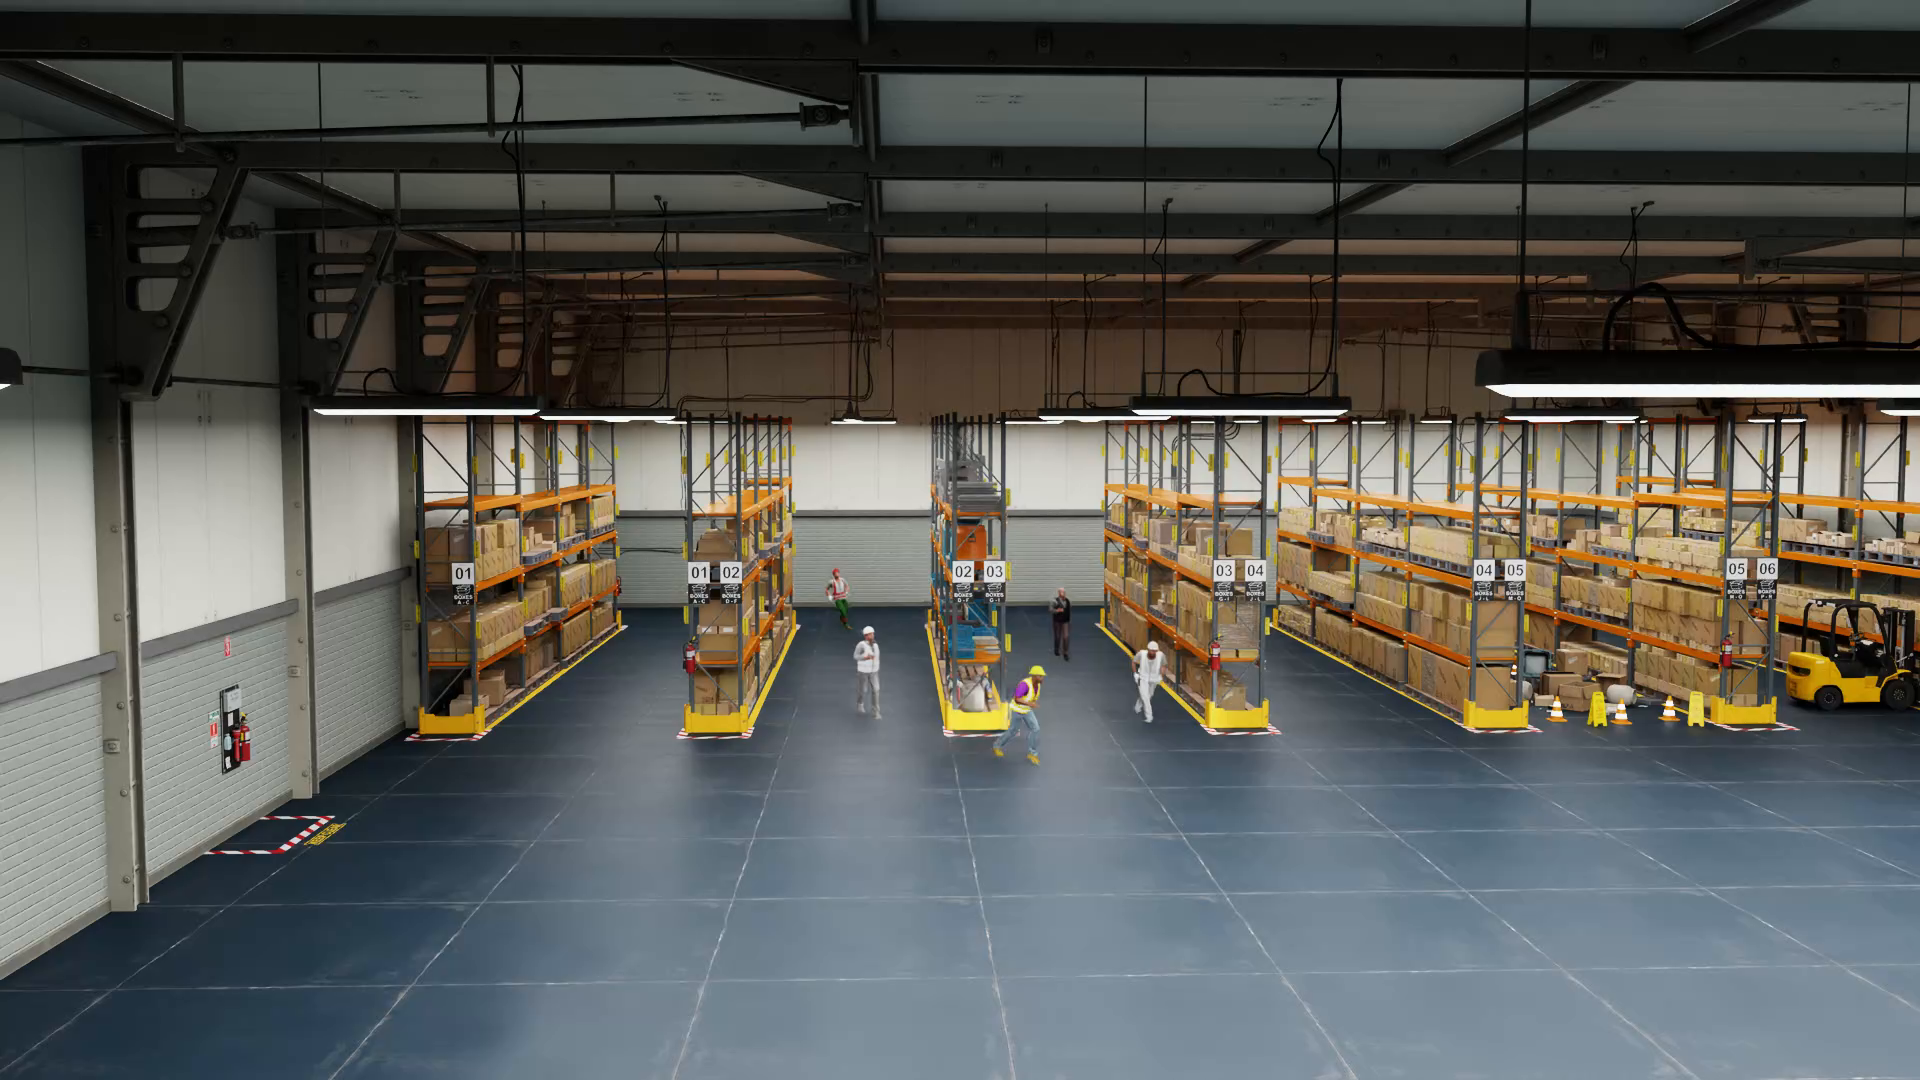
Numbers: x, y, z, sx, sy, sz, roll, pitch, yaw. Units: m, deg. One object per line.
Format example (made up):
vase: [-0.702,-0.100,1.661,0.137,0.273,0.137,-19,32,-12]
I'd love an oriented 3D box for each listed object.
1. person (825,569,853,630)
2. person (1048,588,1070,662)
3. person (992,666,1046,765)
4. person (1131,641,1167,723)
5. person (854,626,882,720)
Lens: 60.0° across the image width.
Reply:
person: [-3.420,1.670,46.863,0.715,1.729,0.823,-2,4,-28]
person: [2.457,2.062,40.901,0.631,1.778,0.820,-1,4,-14]
person: [1.018,2.977,28.415,1.044,1.719,0.745,2,5,32]
person: [3.664,2.732,32.491,0.684,1.612,1.121,0,4,-7]
person: [-1.863,2.613,32.768,0.586,1.829,0.820,-2,5,-32]
